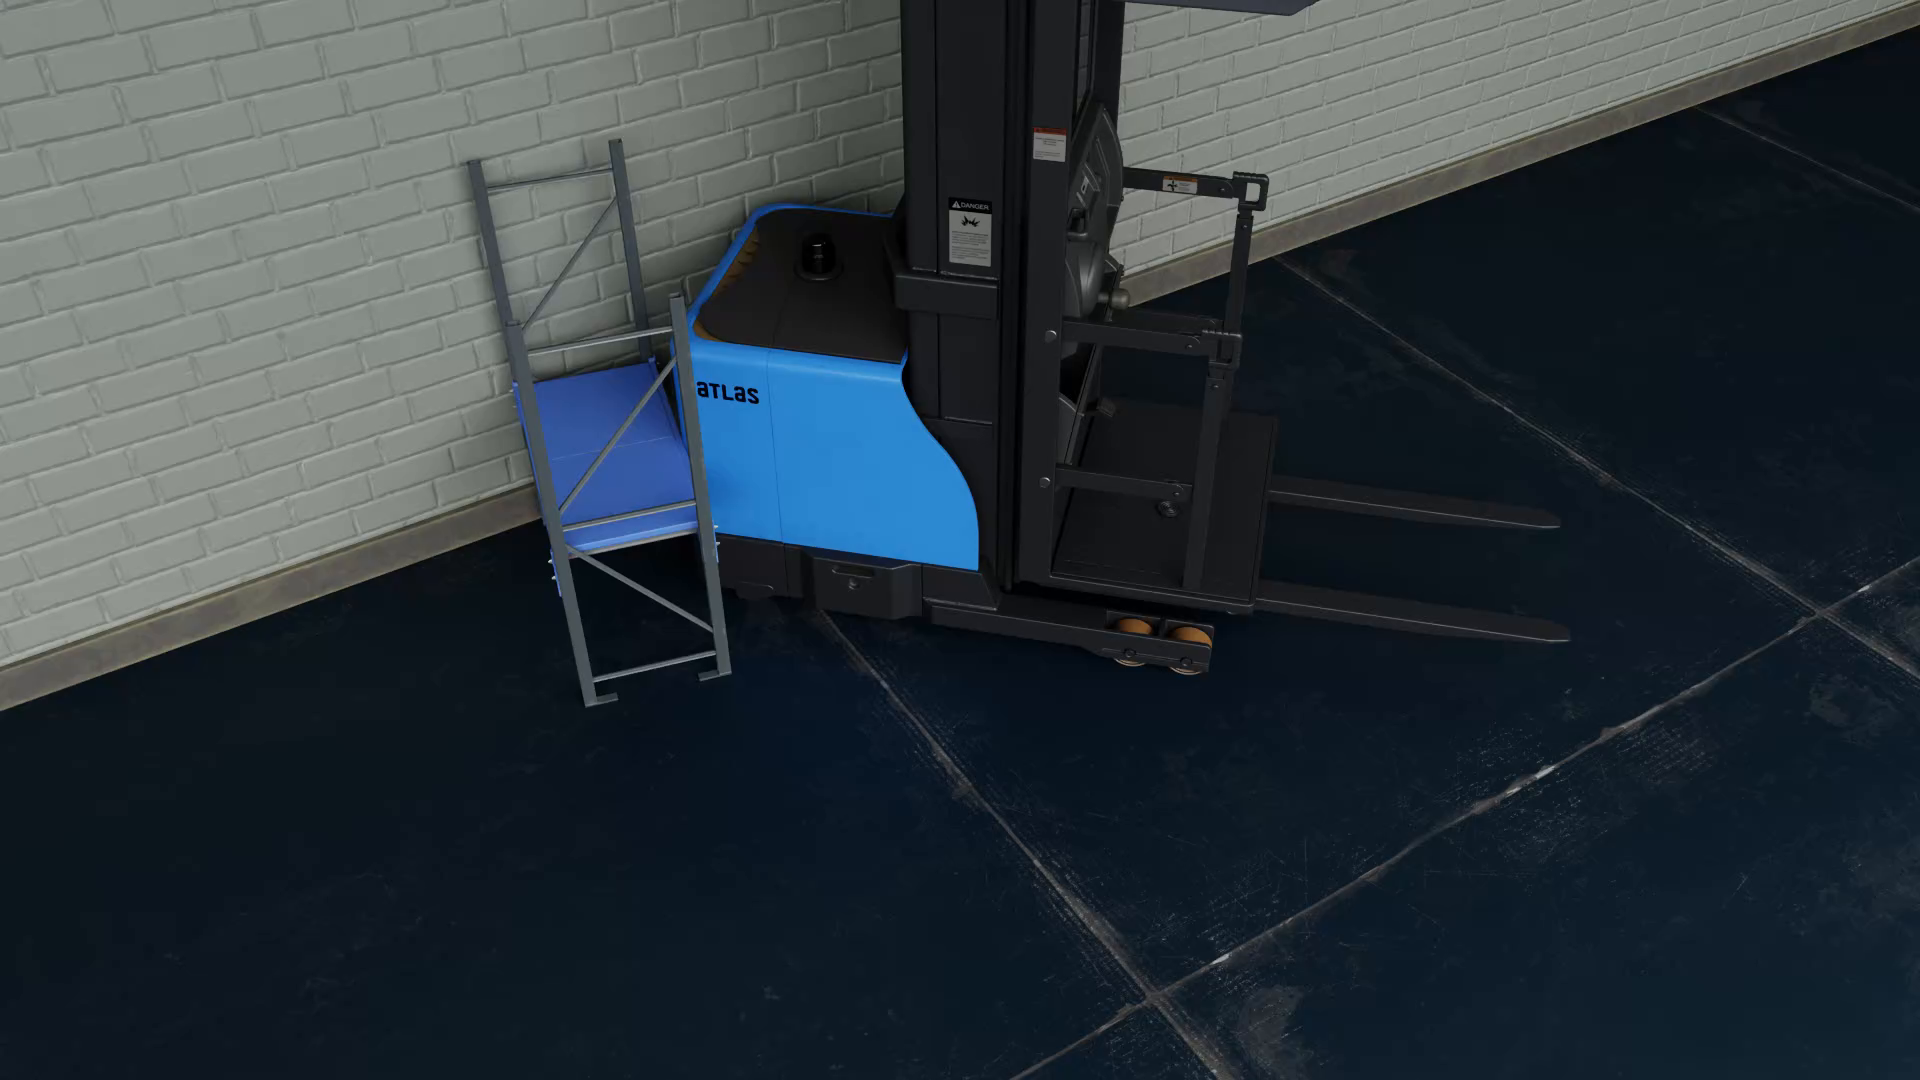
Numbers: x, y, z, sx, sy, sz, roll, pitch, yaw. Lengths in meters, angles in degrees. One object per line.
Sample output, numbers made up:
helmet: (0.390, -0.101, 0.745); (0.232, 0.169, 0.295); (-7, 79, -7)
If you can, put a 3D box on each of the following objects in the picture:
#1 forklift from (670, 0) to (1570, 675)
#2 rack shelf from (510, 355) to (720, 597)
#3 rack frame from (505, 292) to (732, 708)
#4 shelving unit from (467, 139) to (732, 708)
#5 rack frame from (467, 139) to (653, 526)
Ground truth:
forklift: (0.613, -1.039, 5.207); (3.031, 2.935, 1.130); (8, 40, 10)
rack shelf: (-1.188, -0.245, 5.652); (0.538, 0.185, 1.000); (-12, 41, -14)
rack frame: (-1.026, -0.074, 5.166); (0.500, 1.500, 0.032); (-12, 41, -14)
shelving unit: (-1.189, -0.383, 5.537); (0.538, 1.500, 1.048); (-12, 41, -14)
rack frame: (-1.351, -0.691, 5.907); (0.500, 1.500, 0.032); (-12, 41, -14)
